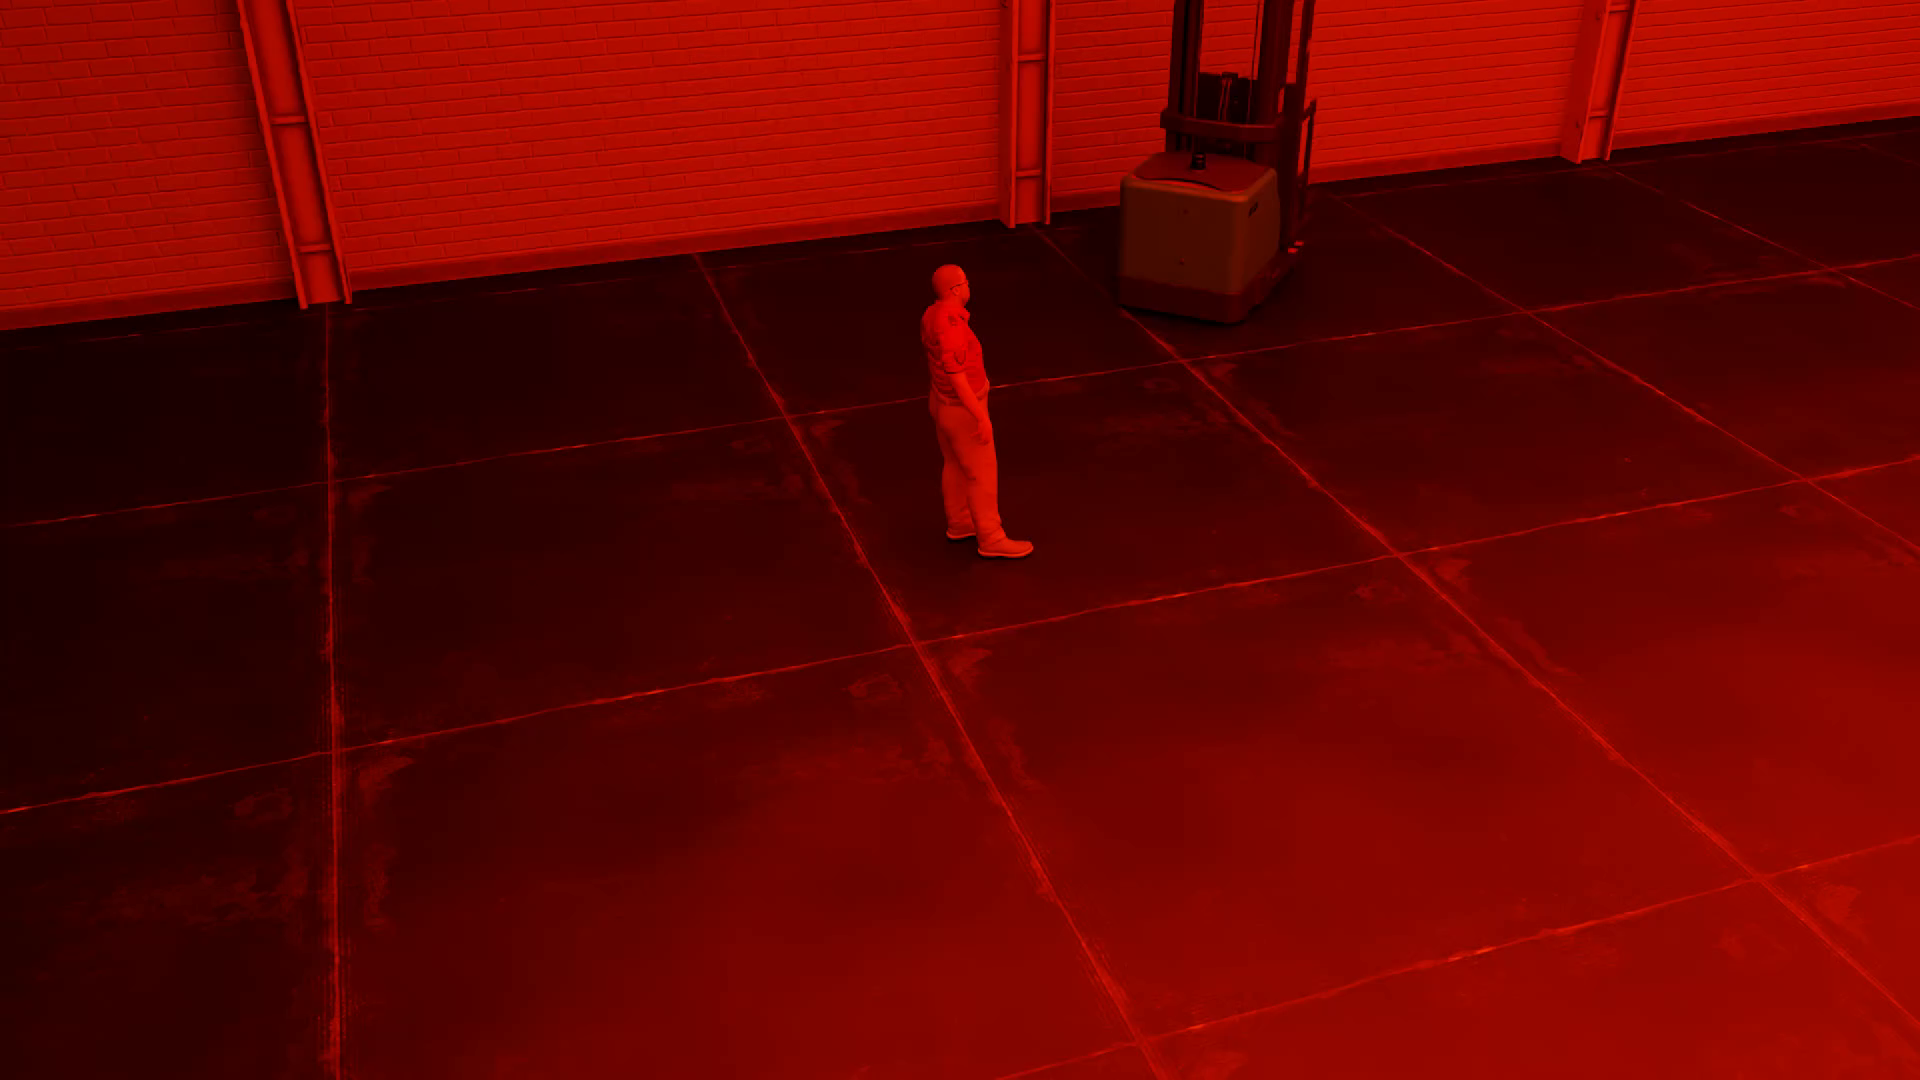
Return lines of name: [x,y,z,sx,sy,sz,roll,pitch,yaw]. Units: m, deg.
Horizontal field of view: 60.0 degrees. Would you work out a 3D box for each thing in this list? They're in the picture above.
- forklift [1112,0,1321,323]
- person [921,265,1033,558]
forklift: [2.311,-3.648,13.428,1.130,2.935,3.031,14,33,22]
person: [0.089,-0.764,9.606,0.551,1.727,0.640,-10,31,-16]
